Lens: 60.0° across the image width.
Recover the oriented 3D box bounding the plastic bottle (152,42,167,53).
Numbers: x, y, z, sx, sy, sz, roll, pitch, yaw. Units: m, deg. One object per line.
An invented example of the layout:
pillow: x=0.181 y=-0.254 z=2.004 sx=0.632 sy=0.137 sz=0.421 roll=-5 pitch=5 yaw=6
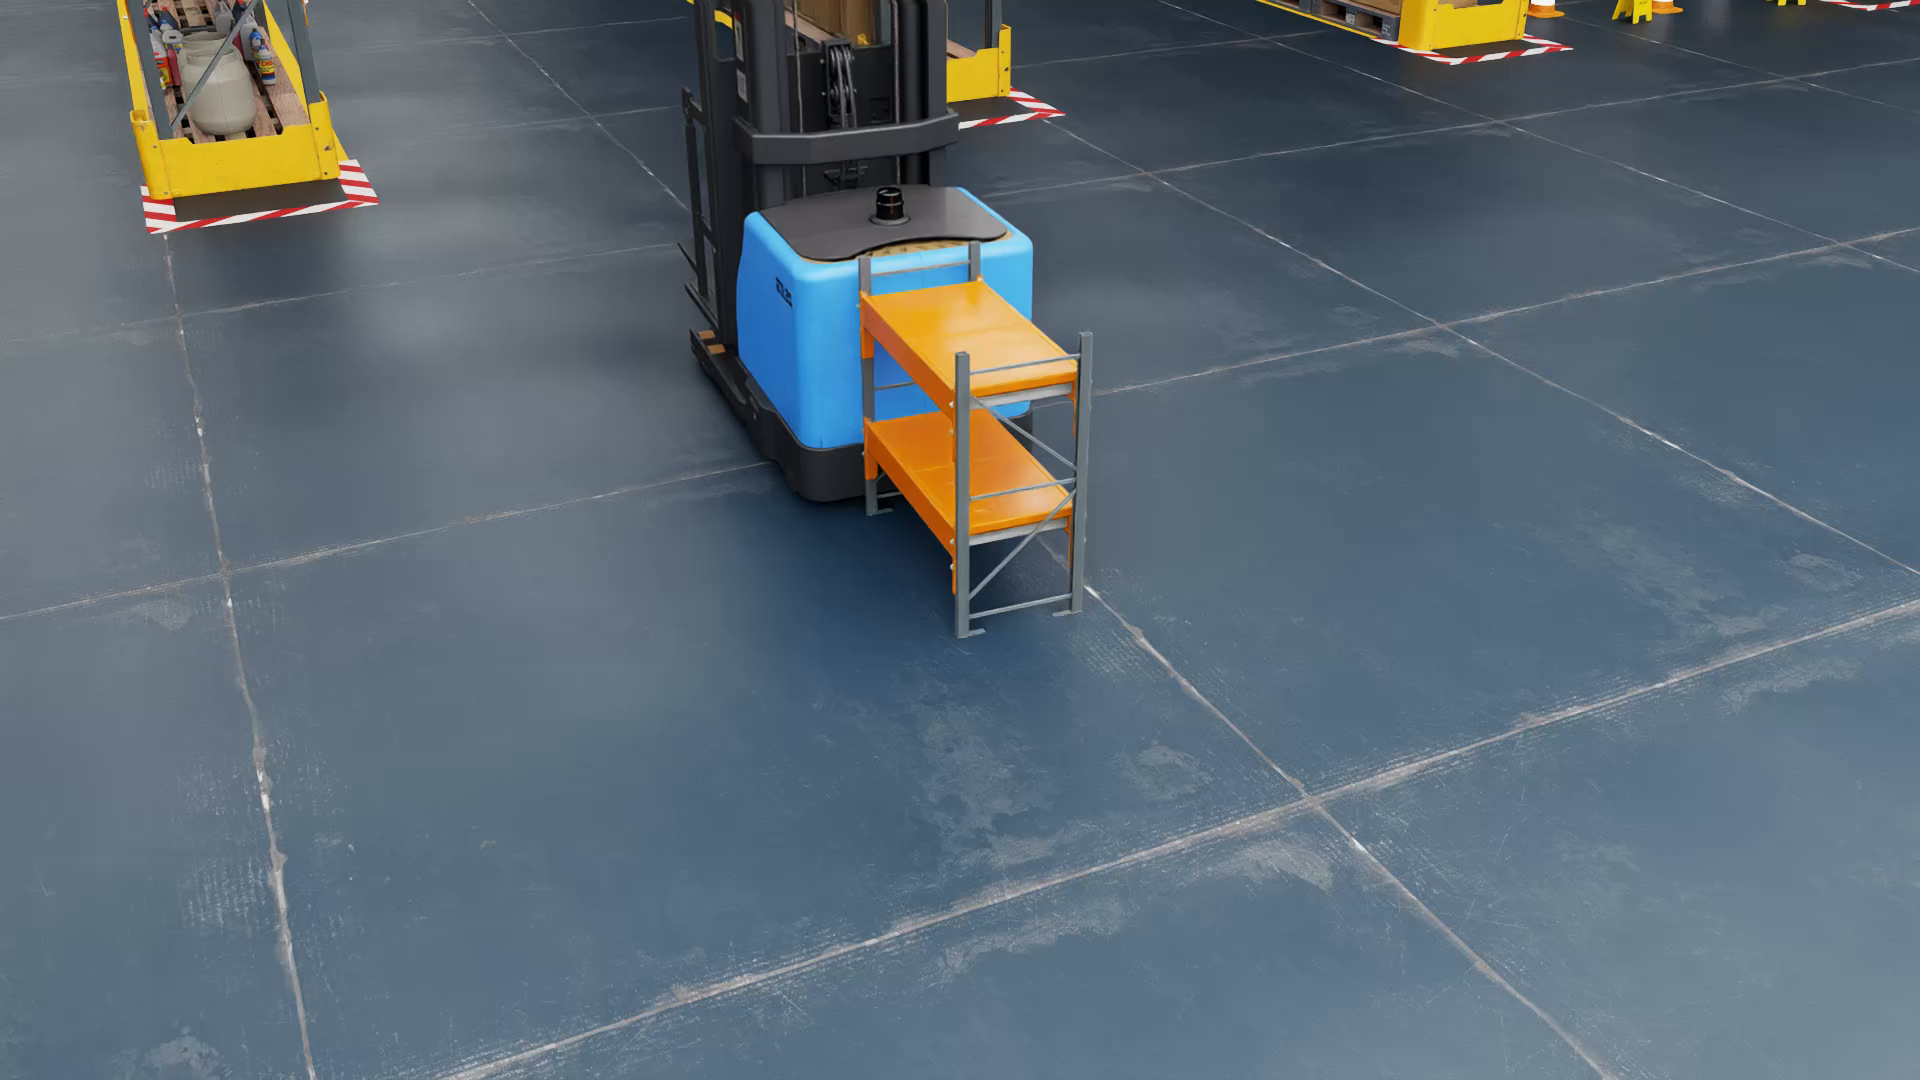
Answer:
plastic bottle: x=-5.958 y=-3.547 z=12.343 sx=0.152 sy=0.276 sz=0.135 roll=-14 pitch=32 yaw=-23

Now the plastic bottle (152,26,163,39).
plastic bottle: x=-6.198 y=-3.830 z=12.853 sx=0.097 sy=0.271 sz=0.097 roll=0 pitch=29 yaw=0

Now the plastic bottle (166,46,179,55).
plastic bottle: x=-5.943 y=-3.631 z=12.570 sx=0.097 sy=0.201 sz=0.097 roll=0 pitch=29 yaw=0

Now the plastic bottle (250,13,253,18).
plastic bottle: x=-5.621 y=-4.047 z=13.228 sx=0.061 sy=0.283 sz=0.133 roll=-11 pitch=31 yaw=-19

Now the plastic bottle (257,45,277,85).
plastic bottle: x=-5.128 y=-3.513 z=12.288 sx=0.097 sy=0.271 sz=0.097 roll=0 pitch=29 yaw=0

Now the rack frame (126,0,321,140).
rack frame: x=-4.631 y=-3.645 z=10.184 sx=1.000 sy=3.000 sz=0.127 roll=-13 pitch=32 yaw=-22

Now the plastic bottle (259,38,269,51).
plastic bottle: x=-5.208 y=-3.622 z=12.471 sx=0.061 sy=0.283 sz=0.133 roll=-13 pitch=32 yaw=-21

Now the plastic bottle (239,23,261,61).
plastic bottle: x=-5.524 y=-3.892 z=12.959 sx=0.152 sy=0.276 sz=0.135 roll=-12 pitch=32 yaw=-21

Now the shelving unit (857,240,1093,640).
shelving unit: x=0.032 y=-0.408 z=6.327 sx=0.538 sy=1.125 sz=1.048 roll=-11 pitch=31 yaw=-19

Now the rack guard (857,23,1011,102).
rack guard: x=-0.190 y=-3.628 z=12.710 sx=1.175 sy=0.500 sz=0.348 roll=-13 pitch=32 yaw=-22

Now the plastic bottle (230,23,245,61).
plastic bottle: x=-5.620 y=-3.873 z=12.917 sx=0.061 sy=0.283 sz=0.133 roll=-13 pitch=32 yaw=-22

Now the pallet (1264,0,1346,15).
pallet: x=3.432 y=-5.341 z=16.058 sx=1.003 sy=0.211 sz=1.213 roll=-13 pitch=32 yaw=-22

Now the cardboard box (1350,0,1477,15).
cardboard box: x=4.015 y=-5.224 z=14.742 sx=0.875 sy=0.875 sz=0.875 roll=-13 pitch=32 yaw=-22

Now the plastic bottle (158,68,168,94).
plastic bottle: x=-5.815 y=-3.336 z=12.043 sx=0.097 sy=0.201 sz=0.097 roll=0 pitch=29 yaw=0

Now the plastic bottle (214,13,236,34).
plastic bottle: x=-5.852 y=-4.065 z=13.267 sx=0.152 sy=0.276 sz=0.135 roll=-13 pitch=32 yaw=-22

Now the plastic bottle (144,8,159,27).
plastic bottle: x=-6.376 y=-4.005 z=13.084 sx=0.144 sy=0.351 sz=0.185 roll=-12 pitch=32 yaw=-21

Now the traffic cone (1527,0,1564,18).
traffic cone: x=5.420 y=-5.108 z=15.386 sx=0.336 sy=0.463 sz=0.334 roll=-13 pitch=32 yaw=-22

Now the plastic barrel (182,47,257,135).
plastic barrel: x=-4.982 y=-3.018 z=11.179 sx=0.421 sy=0.512 sz=0.421 roll=0 pitch=29 yaw=0

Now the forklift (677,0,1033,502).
forklift: x=-0.702 y=-2.140 z=7.571 sx=1.130 sy=2.935 sz=3.031 roll=-11 pitch=31 yaw=-19

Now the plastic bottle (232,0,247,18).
plastic bottle: x=-5.811 y=-4.225 z=13.476 sx=0.144 sy=0.351 sz=0.185 roll=-14 pitch=32 yaw=-23

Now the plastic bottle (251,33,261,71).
plastic bottle: x=-5.318 y=-3.709 z=12.637 sx=0.097 sy=0.271 sz=0.097 roll=0 pitch=29 yaw=0

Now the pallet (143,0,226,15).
pallet: x=-7.248 y=-5.074 z=15.583 sx=1.003 sy=0.211 sz=1.213 roll=-13 pitch=32 yaw=-22

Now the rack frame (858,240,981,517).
rack frame: x=-0.156 y=-0.639 z=6.739 sx=0.500 sy=1.125 sz=0.032 roll=-11 pitch=31 yaw=-19

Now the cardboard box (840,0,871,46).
cardboard box: x=-0.698 y=-4.314 z=13.503 sx=0.500 sy=0.500 sz=0.500 roll=-5 pitch=30 yaw=-9

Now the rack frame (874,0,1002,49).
rack frame: x=-0.157 y=-4.685 z=12.038 sx=1.000 sy=3.000 sz=0.127 roll=-13 pitch=32 yaw=-22

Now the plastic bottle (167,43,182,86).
plastic bottle: x=-5.803 y=-3.511 z=12.272 sx=0.061 sy=0.283 sz=0.133 roll=-13 pitch=32 yaw=-22

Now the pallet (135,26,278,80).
pallet: x=-6.097 y=-3.890 z=13.472 sx=1.003 sy=0.211 sz=1.213 roll=-13 pitch=32 yaw=-22

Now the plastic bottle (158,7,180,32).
plastic bottle: x=-6.246 y=-4.035 z=13.138 sx=0.144 sy=0.351 sz=0.185 roll=-13 pitch=32 yaw=-22

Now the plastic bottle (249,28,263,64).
plastic bottle: x=-5.405 y=-3.798 z=12.797 sx=0.097 sy=0.271 sz=0.097 roll=0 pitch=29 yaw=0

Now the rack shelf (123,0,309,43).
rack shelf: x=-5.489 y=-4.215 z=11.935 sx=1.077 sy=0.370 sz=4.000 roll=-13 pitch=32 yaw=-22

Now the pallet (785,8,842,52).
pallet: x=-1.027 y=-4.407 z=14.393 sx=1.003 sy=0.211 sz=1.213 roll=-13 pitch=32 yaw=-22

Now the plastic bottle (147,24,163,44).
plastic bottle: x=-6.113 y=-3.734 z=12.600 sx=0.144 sy=0.351 sz=0.185 roll=-13 pitch=32 yaw=-22

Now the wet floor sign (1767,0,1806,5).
wet floor sign: x=7.908 y=-5.430 z=15.775 sx=0.267 sy=0.644 sz=0.232 roll=-3 pitch=29 yaw=-5

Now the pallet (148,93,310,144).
pallet: x=-5.050 y=-2.813 z=11.550 sx=1.003 sy=0.211 sz=1.213 roll=-13 pitch=32 yaw=-22

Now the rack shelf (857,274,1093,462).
rack shelf: x=0.032 y=-0.663 z=6.184 sx=0.538 sy=0.278 sz=1.000 roll=-11 pitch=31 yaw=-19

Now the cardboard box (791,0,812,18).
cardboard box: x=-1.149 y=-4.851 z=14.460 sx=0.500 sy=0.500 sz=0.500 roll=-16 pitch=33 yaw=-26
